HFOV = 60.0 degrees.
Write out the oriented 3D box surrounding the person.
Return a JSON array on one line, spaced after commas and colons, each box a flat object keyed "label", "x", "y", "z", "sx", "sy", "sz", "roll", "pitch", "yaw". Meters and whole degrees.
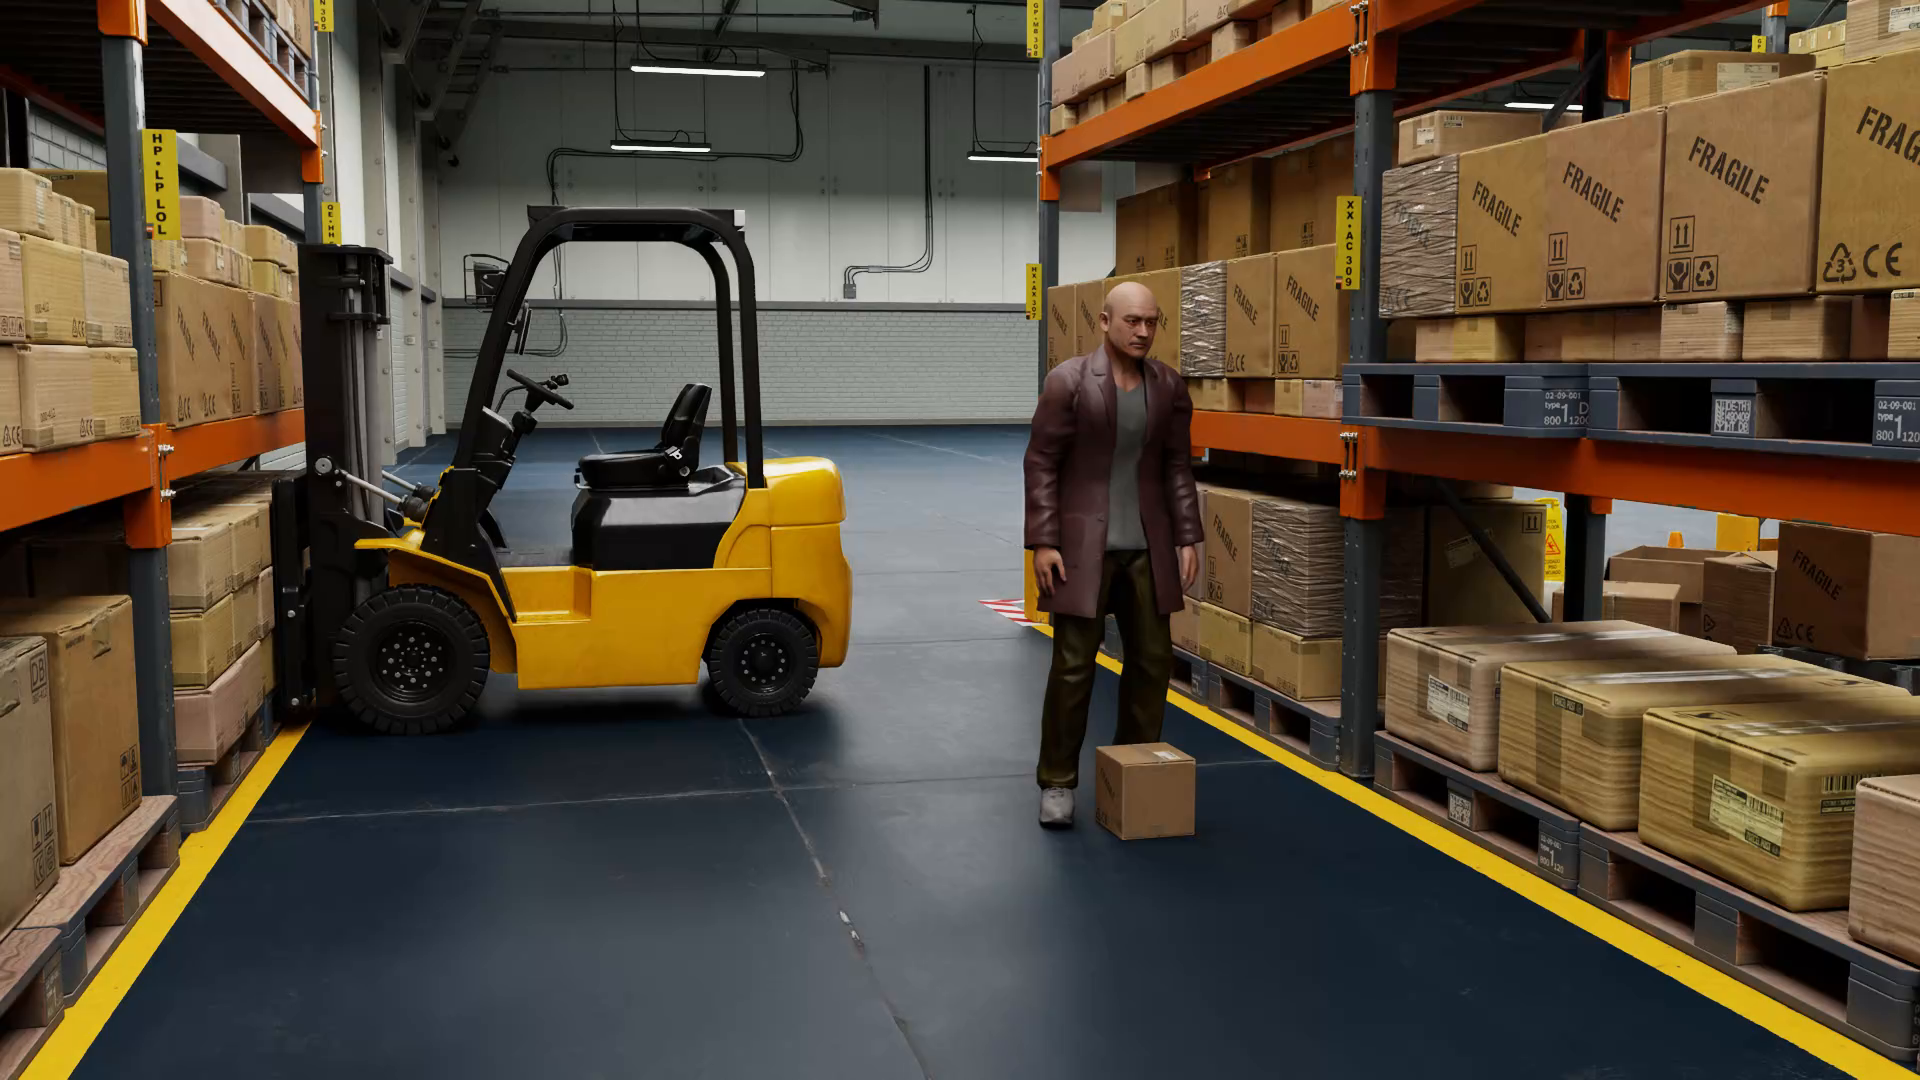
[{"label": "person", "x": 0.521, "y": 0.034, "z": 5.559, "sx": 0.651, "sy": 1.773, "sz": 0.431, "roll": -2, "pitch": 6, "yaw": -18}]
